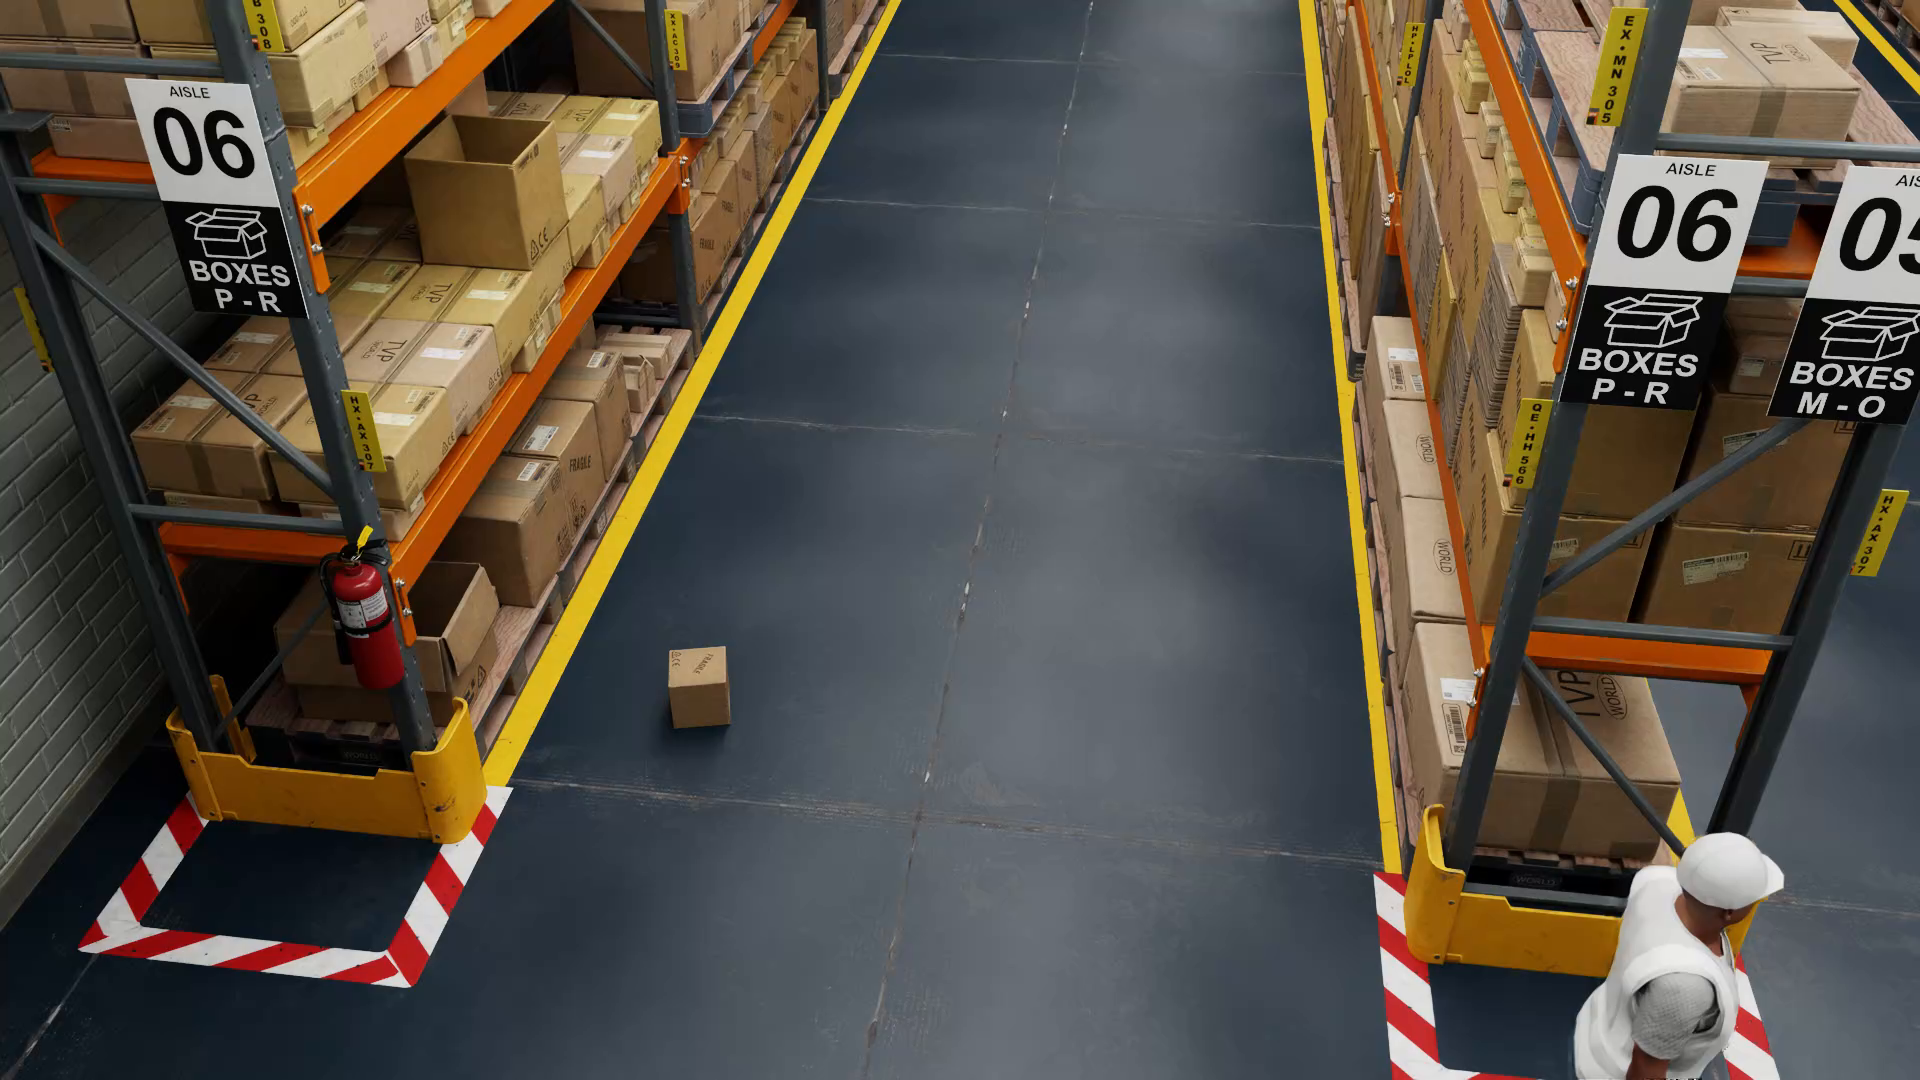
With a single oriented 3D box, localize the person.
[{"bbox_3d":[1.919,1.527,4.904,0.568,1.769,0.600,12,37,16],"label":"person"}]
